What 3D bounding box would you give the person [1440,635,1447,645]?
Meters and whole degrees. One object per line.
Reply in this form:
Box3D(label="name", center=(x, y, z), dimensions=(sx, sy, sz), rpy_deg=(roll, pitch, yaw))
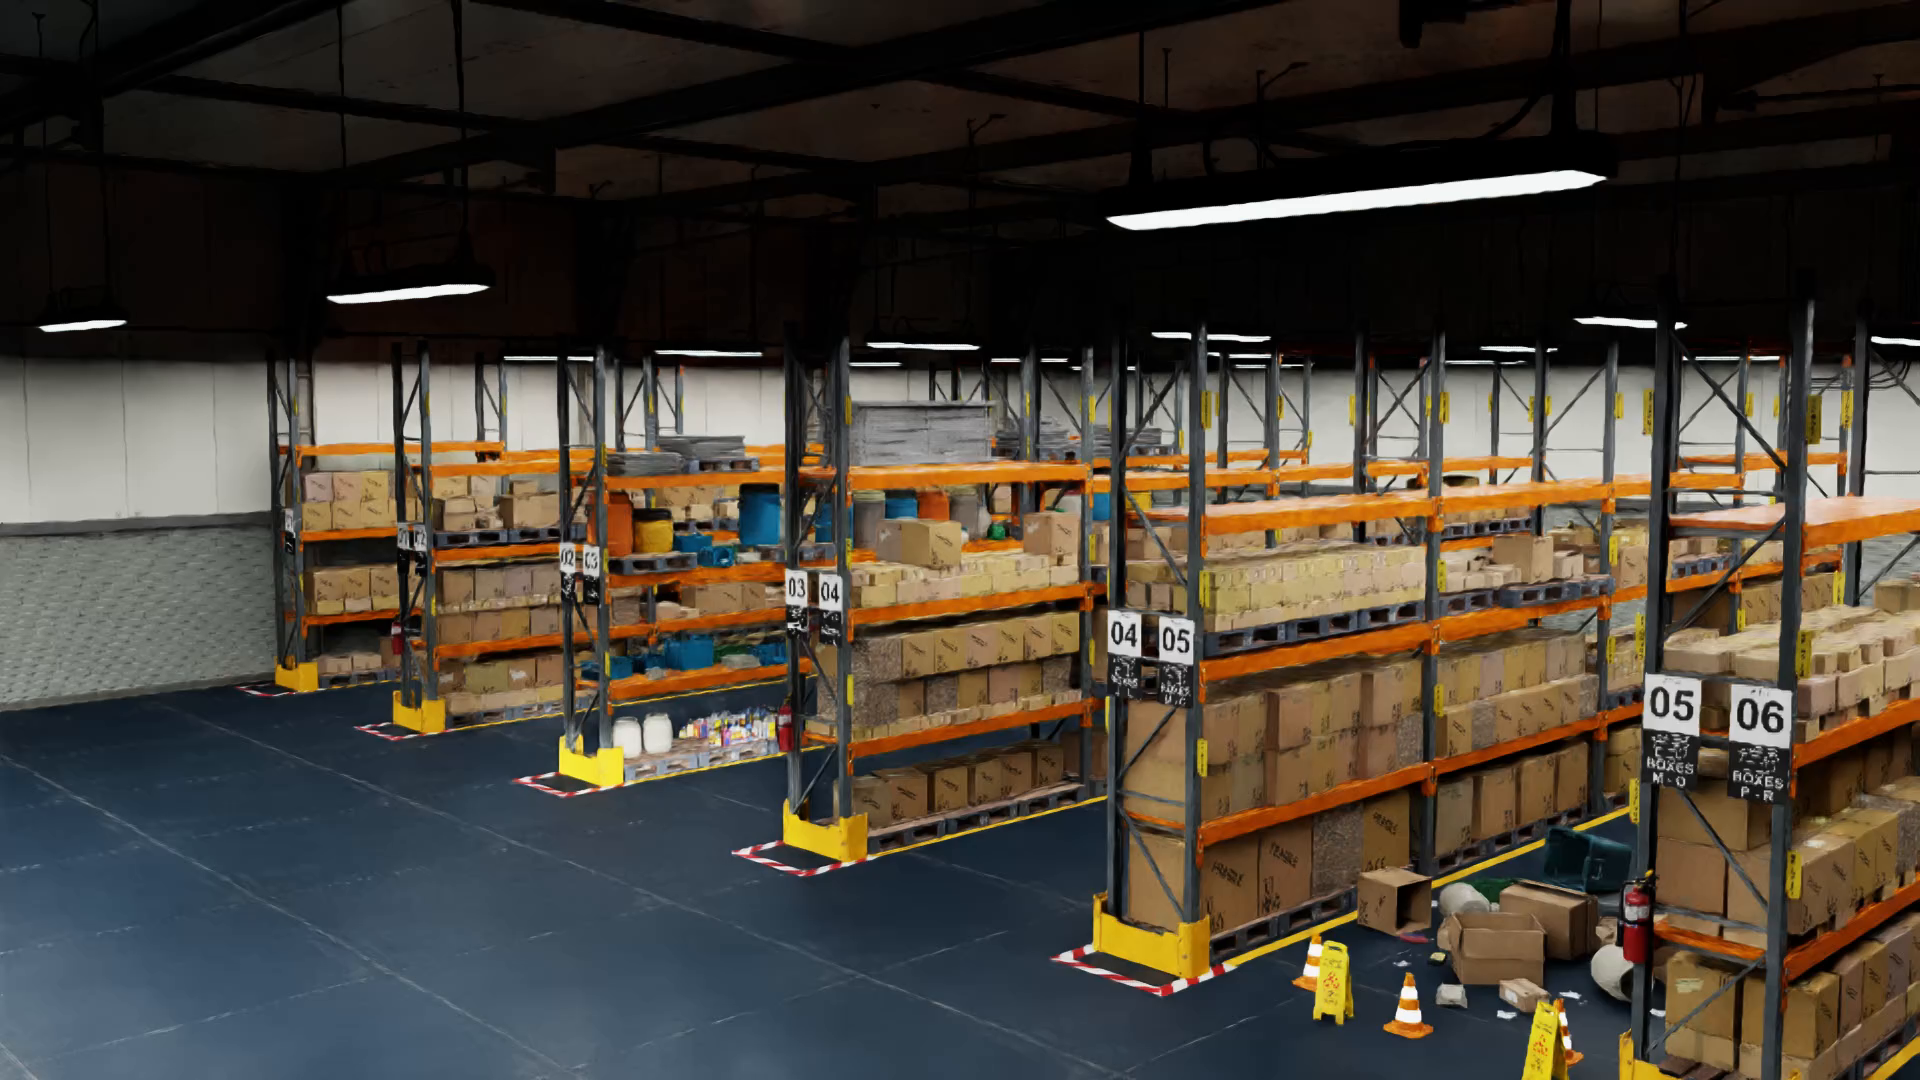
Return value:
Box3D(label="person", center=(7.202, 2.093, 24.976), dimensions=(0.447, 1.784, 0.673), rpy_deg=(3, 6, 27))
